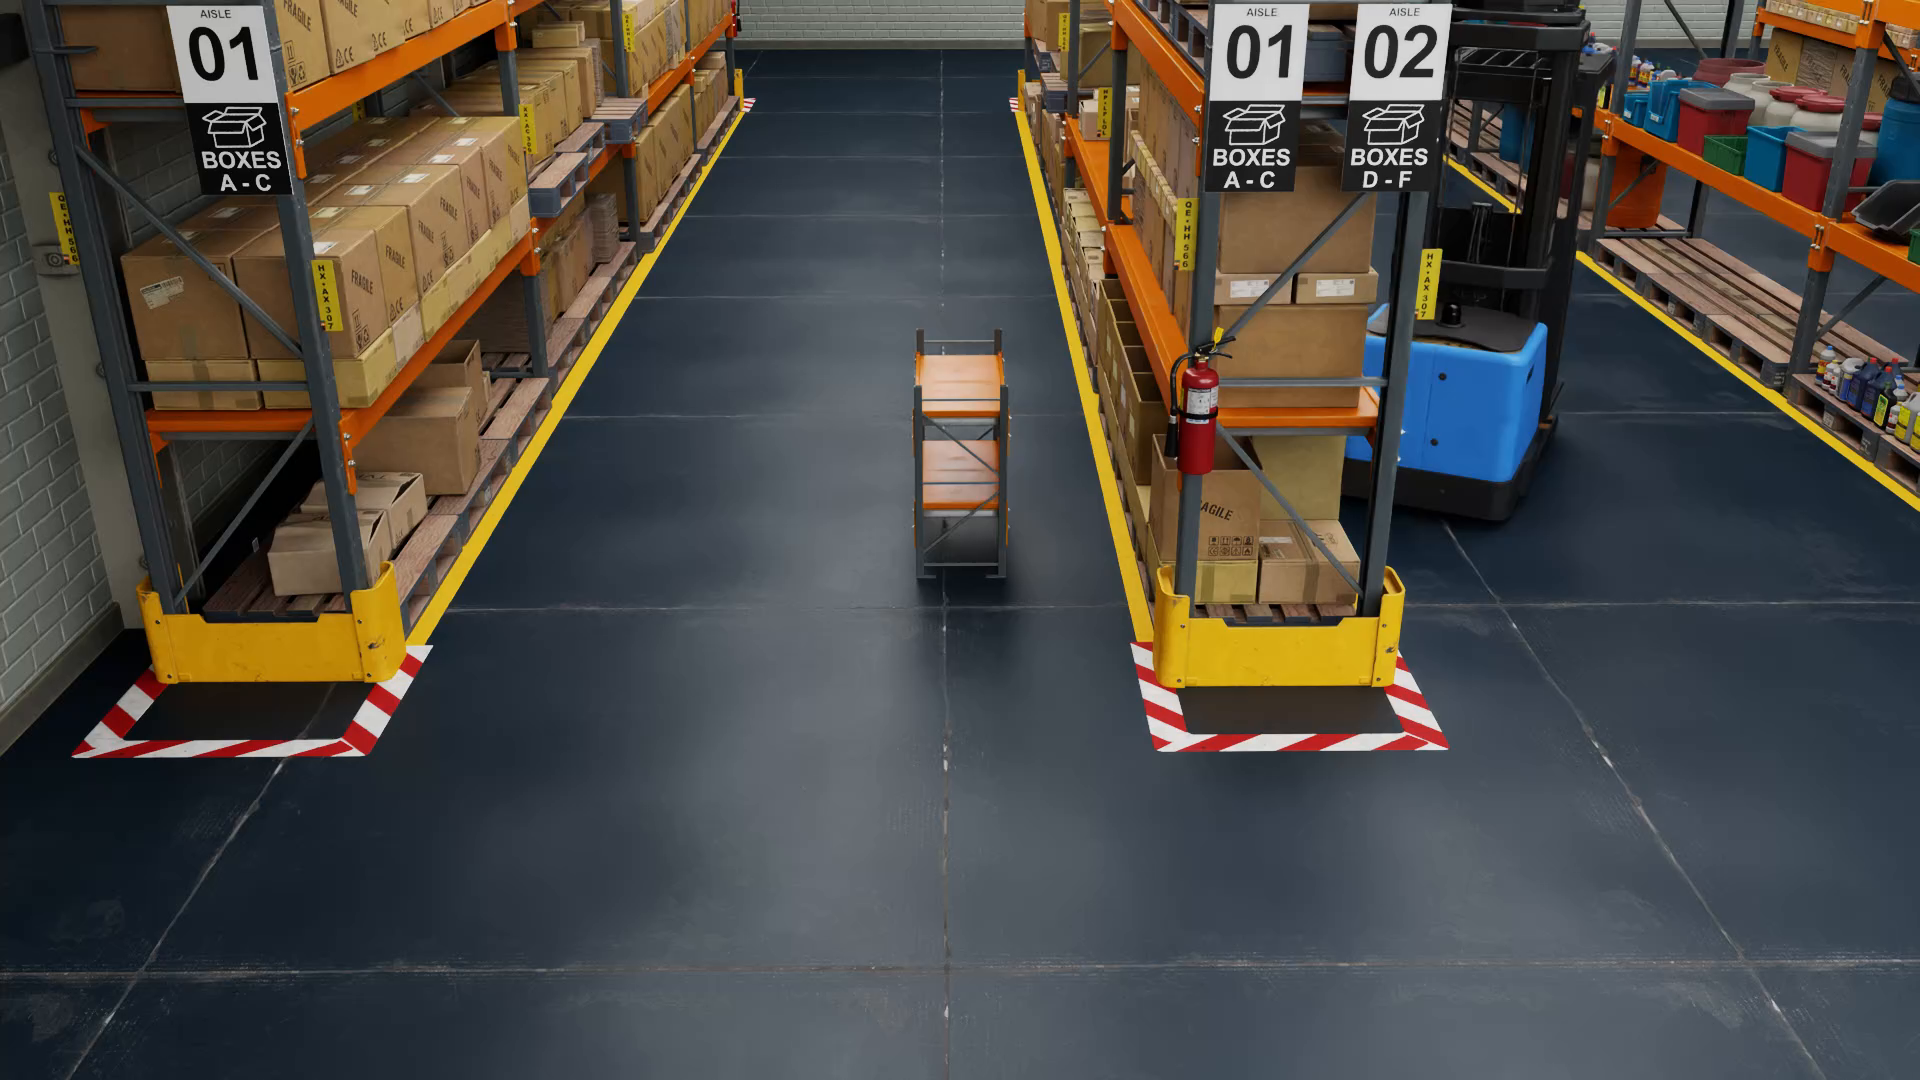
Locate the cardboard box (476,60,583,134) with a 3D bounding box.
[{"bbox_3d":[-3.432,-3.537,13.276,0.700,0.500,0.500,0,24,-1],"label":"cardboard box"}]

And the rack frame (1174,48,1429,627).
[{"bbox_3d":[1.558,-0.726,7.714,1.000,3.000,0.127,0,24,-1],"label":"rack frame"}]

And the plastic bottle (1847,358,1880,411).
[{"bbox_3d":[6.061,-1.054,11.120,0.144,0.351,0.185,0,24,1],"label":"plastic bottle"}]

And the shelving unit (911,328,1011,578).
[{"bbox_3d":[0.000,-0.515,9.524,0.538,1.125,1.048,0,24,-1],"label":"shelving unit"}]

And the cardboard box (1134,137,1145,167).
[{"bbox_3d":[1.326,-2.500,10.729,0.380,0.149,0.250,0,24,0],"label":"cardboard box"}]

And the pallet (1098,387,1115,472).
[{"bbox_3d":[1.481,-0.776,11.208,1.003,0.211,1.213,0,24,-1],"label":"pallet"}]

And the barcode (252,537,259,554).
[{"bbox_3d":[-3.714,0.027,8.767,0.001,0.075,0.075,0,24,-1],"label":"barcode"}]

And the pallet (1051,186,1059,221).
[{"bbox_3d":[1.489,-3.561,17.367,1.003,0.211,1.213,0,24,-1],"label":"pallet"}]

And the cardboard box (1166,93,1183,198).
[{"bbox_3d":[1.542,-2.207,9.295,0.700,0.500,0.500,0,24,-1],"label":"cardboard box"}]

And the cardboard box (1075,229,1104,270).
[{"bbox_3d":[1.206,-2.361,13.476,0.500,0.311,0.500,-1,24,-1],"label":"cardboard box"}]

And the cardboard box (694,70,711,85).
[{"bbox_3d":[-3.260,-5.660,20.362,0.380,0.149,0.250,-1,24,-2],"label":"cardboard box"}]

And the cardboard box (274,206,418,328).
[{"bbox_3d":[-3.096,-1.386,8.422,0.500,0.500,0.500,0,24,0],"label":"cardboard box"}]

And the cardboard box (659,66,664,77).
[{"bbox_3d":[-3.270,-4.880,17.179,0.380,0.149,0.250,-1,24,-2],"label":"cardboard box"}]

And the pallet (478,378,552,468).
[{"bbox_3d":[-3.397,-0.803,11.269,1.003,0.211,1.213,0,24,-1],"label":"pallet"}]

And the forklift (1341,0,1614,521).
[{"bbox_3d":[3.409,-2.025,10.670,1.130,2.935,3.031,11,27,24],"label":"forklift"}]

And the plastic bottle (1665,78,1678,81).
[{"bbox_3d":[6.590,-4.165,15.471,0.152,0.276,0.135,0,24,-1],"label":"plastic bottle"}]

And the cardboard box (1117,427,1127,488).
[{"bbox_3d":[1.228,-0.502,10.047,0.500,0.250,0.500,0,24,-1],"label":"cardboard box"}]

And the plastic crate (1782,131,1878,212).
[{"bbox_3d":[6.156,-2.622,11.830,0.402,0.464,0.583,0,24,-1],"label":"plastic crate"}]

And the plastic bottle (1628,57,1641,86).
[{"bbox_3d":[6.755,-4.688,16.631,0.097,0.271,0.097,0,24,0],"label":"plastic bottle"}]

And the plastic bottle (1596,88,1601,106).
[{"bbox_3d":[6.009,-4.165,15.560,0.097,0.201,0.097,0,24,0],"label":"plastic bottle"}]

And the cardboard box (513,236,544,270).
[{"bbox_3d":[-3.472,-2.238,12.648,0.500,0.250,0.500,-1,24,-2],"label":"cardboard box"}]

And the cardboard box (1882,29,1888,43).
[{"bbox_3d":[10.996,-5.935,19.537,0.380,0.149,0.250,-1,24,-1],"label":"cardboard box"}]

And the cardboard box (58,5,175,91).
[{"bbox_3d":[-3.654,-2.294,7.397,0.500,0.500,0.500,1,24,3],"label":"cardboard box"}]

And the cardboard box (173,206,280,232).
[{"bbox_3d":[-3.609,-1.385,8.420,0.500,0.500,0.500,0,24,0],"label":"cardboard box"}]

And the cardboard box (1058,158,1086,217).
[{"bbox_3d":[1.225,-3.468,16.277,0.500,0.500,0.500,1,24,2],"label":"cardboard box"}]

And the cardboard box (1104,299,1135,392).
[{"bbox_3d":[1.219,-1.256,10.803,0.500,0.500,0.500,0,24,-1],"label":"cardboard box"}]

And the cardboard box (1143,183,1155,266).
[{"bbox_3d":[1.537,-2.019,10.454,0.700,0.500,0.500,-1,24,-1],"label":"cardboard box"}]

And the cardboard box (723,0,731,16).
[{"bbox_3d":[-3.555,-7.221,21.713,0.980,0.700,0.700,1,24,2],"label":"cardboard box"}]

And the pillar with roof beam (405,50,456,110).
[{"bbox_3d":[-0.029,-6.212,12.564,9.100,9.000,0.400,0,24,-1],"label":"pillar with roof beam"}]

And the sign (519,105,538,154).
[{"bbox_3d":[-2.897,-2.750,11.140,0.100,0.325,0.005,0,24,-1],"label":"sign"}]

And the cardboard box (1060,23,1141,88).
[{"bbox_3d":[1.351,-4.518,15.469,0.700,0.500,0.500,-9,26,-18],"label":"cardboard box"}]

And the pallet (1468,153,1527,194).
[{"bbox_3d":[6.346,-4.102,18.565,1.003,0.211,1.213,0,24,-1],"label":"pallet"}]

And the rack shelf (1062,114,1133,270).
[{"bbox_3d":[1.492,-2.870,13.329,1.077,0.370,4.000,0,24,-1],"label":"rack shelf"}]

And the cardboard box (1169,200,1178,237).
[{"bbox_3d":[1.347,-1.757,9.086,0.380,0.149,0.250,0,24,1],"label":"cardboard box"}]

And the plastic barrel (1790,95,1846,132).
[{"bbox_3d":[6.668,-3.154,12.919,0.433,0.535,0.433,0,24,0],"label":"plastic barrel"}]

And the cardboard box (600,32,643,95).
[{"bbox_3d":[-3.233,-4.390,15.310,0.500,0.500,0.500,0,24,1],"label":"cardboard box"}]

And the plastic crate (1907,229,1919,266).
[{"bbox_3d":[6.200,-1.737,10.209,0.450,0.188,0.662,0,24,-1],"label":"plastic crate"}]

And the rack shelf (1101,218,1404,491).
[{"bbox_3d":[1.536,-1.222,9.685,1.077,0.370,4.000,0,24,-1],"label":"rack shelf"}]

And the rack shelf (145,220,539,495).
[{"bbox_3d":[-3.418,-1.198,9.632,1.077,0.370,4.000,0,24,-1],"label":"rack shelf"}]

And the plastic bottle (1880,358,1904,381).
[{"bbox_3d":[6.205,-1.054,11.122,0.144,0.351,0.185,0,24,-1],"label":"plastic bottle"}]

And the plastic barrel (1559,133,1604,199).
[{"bbox_3d":[6.389,-3.802,16.934,0.600,0.588,0.708,0,24,-1],"label":"plastic barrel"}]

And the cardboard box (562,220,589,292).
[{"bbox_3d":[-3.500,-2.346,13.797,0.700,0.500,0.500,0,24,-1],"label":"cardboard box"}]

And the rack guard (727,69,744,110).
[{"bbox_3d":[-3.571,-6.166,22.776,1.175,0.500,0.348,0,24,-1],"label":"rack guard"}]

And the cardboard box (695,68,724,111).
[{"bbox_3d":[-3.457,-5.853,21.575,0.700,0.500,0.500,0,24,-1],"label":"cardboard box"}]

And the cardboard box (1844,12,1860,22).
[{"bbox_3d":[11.051,-6.385,20.048,0.500,0.250,0.500,0,24,1],"label":"cardboard box"}]

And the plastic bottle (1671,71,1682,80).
[{"bbox_3d":[6.784,-4.305,15.770,0.061,0.283,0.133,0,24,-1],"label":"plastic bottle"}]

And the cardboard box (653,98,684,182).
[{"bbox_3d":[-3.377,-4.225,17.551,0.750,0.750,0.750,0,24,1],"label":"cardboard box"}]

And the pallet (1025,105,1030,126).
[{"bbox_3d":[1.393,-5.688,22.071,1.003,0.211,1.213,0,24,-1],"label":"pallet"}]

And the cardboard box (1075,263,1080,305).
[{"bbox_3d":[1.206,-2.111,13.604,0.500,0.250,0.500,0,24,1],"label":"cardboard box"}]

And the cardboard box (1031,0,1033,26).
[{"bbox_3d":[1.141,-6.555,20.482,0.500,0.500,0.500,0,24,0],"label":"cardboard box"}]

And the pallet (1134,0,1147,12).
[{"bbox_3d":[1.549,-3.349,9.982,1.003,0.211,1.213,0,24,-1],"label":"pallet"}]

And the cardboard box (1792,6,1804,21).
[{"bbox_3d":[10.974,-6.781,21.407,0.380,0.149,0.250,-1,24,-1],"label":"cardboard box"}]

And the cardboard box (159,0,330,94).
[{"bbox_3d":[-3.150,-2.262,7.326,0.500,0.500,0.500,0,24,1],"label":"cardboard box"}]

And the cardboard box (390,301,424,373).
[{"bbox_3d":[-3.104,-1.059,8.609,0.500,0.250,0.500,-1,24,-2],"label":"cardboard box"}]

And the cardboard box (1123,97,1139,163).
[{"bbox_3d":[1.511,-3.159,12.974,0.500,0.500,0.500,0,24,0],"label":"cardboard box"}]
